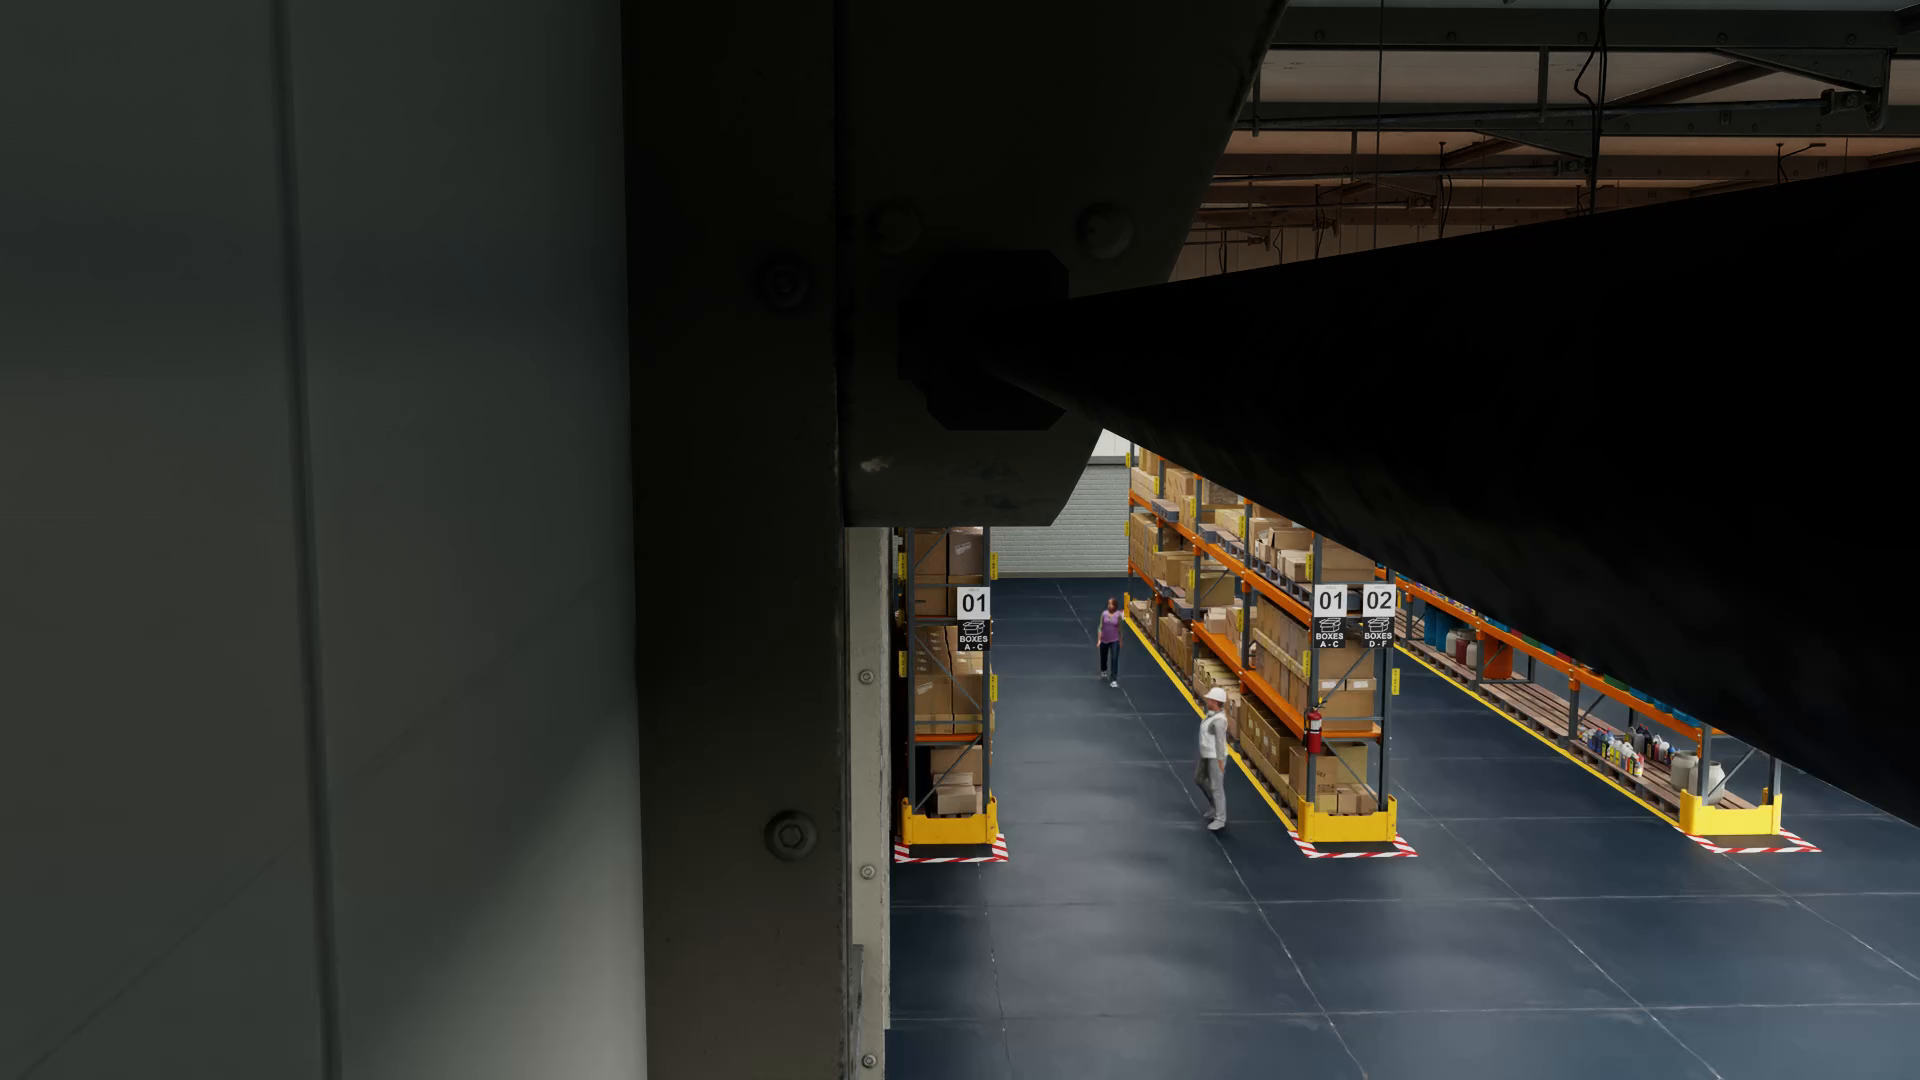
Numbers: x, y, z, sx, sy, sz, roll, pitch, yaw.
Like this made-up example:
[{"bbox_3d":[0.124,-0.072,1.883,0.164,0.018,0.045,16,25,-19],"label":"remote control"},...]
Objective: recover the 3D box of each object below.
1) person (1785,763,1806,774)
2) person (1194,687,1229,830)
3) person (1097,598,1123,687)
[{"bbox_3d":[12.062,2.424,23.841,0.523,1.788,0.552,-7,10,-44],"label":"person"},{"bbox_3d":[3.225,2.744,21.122,0.387,1.786,0.617,-1,7,-4],"label":"person"},{"bbox_3d":[2.660,1.788,29.492,0.472,1.546,0.865,0,7,1],"label":"person"}]
